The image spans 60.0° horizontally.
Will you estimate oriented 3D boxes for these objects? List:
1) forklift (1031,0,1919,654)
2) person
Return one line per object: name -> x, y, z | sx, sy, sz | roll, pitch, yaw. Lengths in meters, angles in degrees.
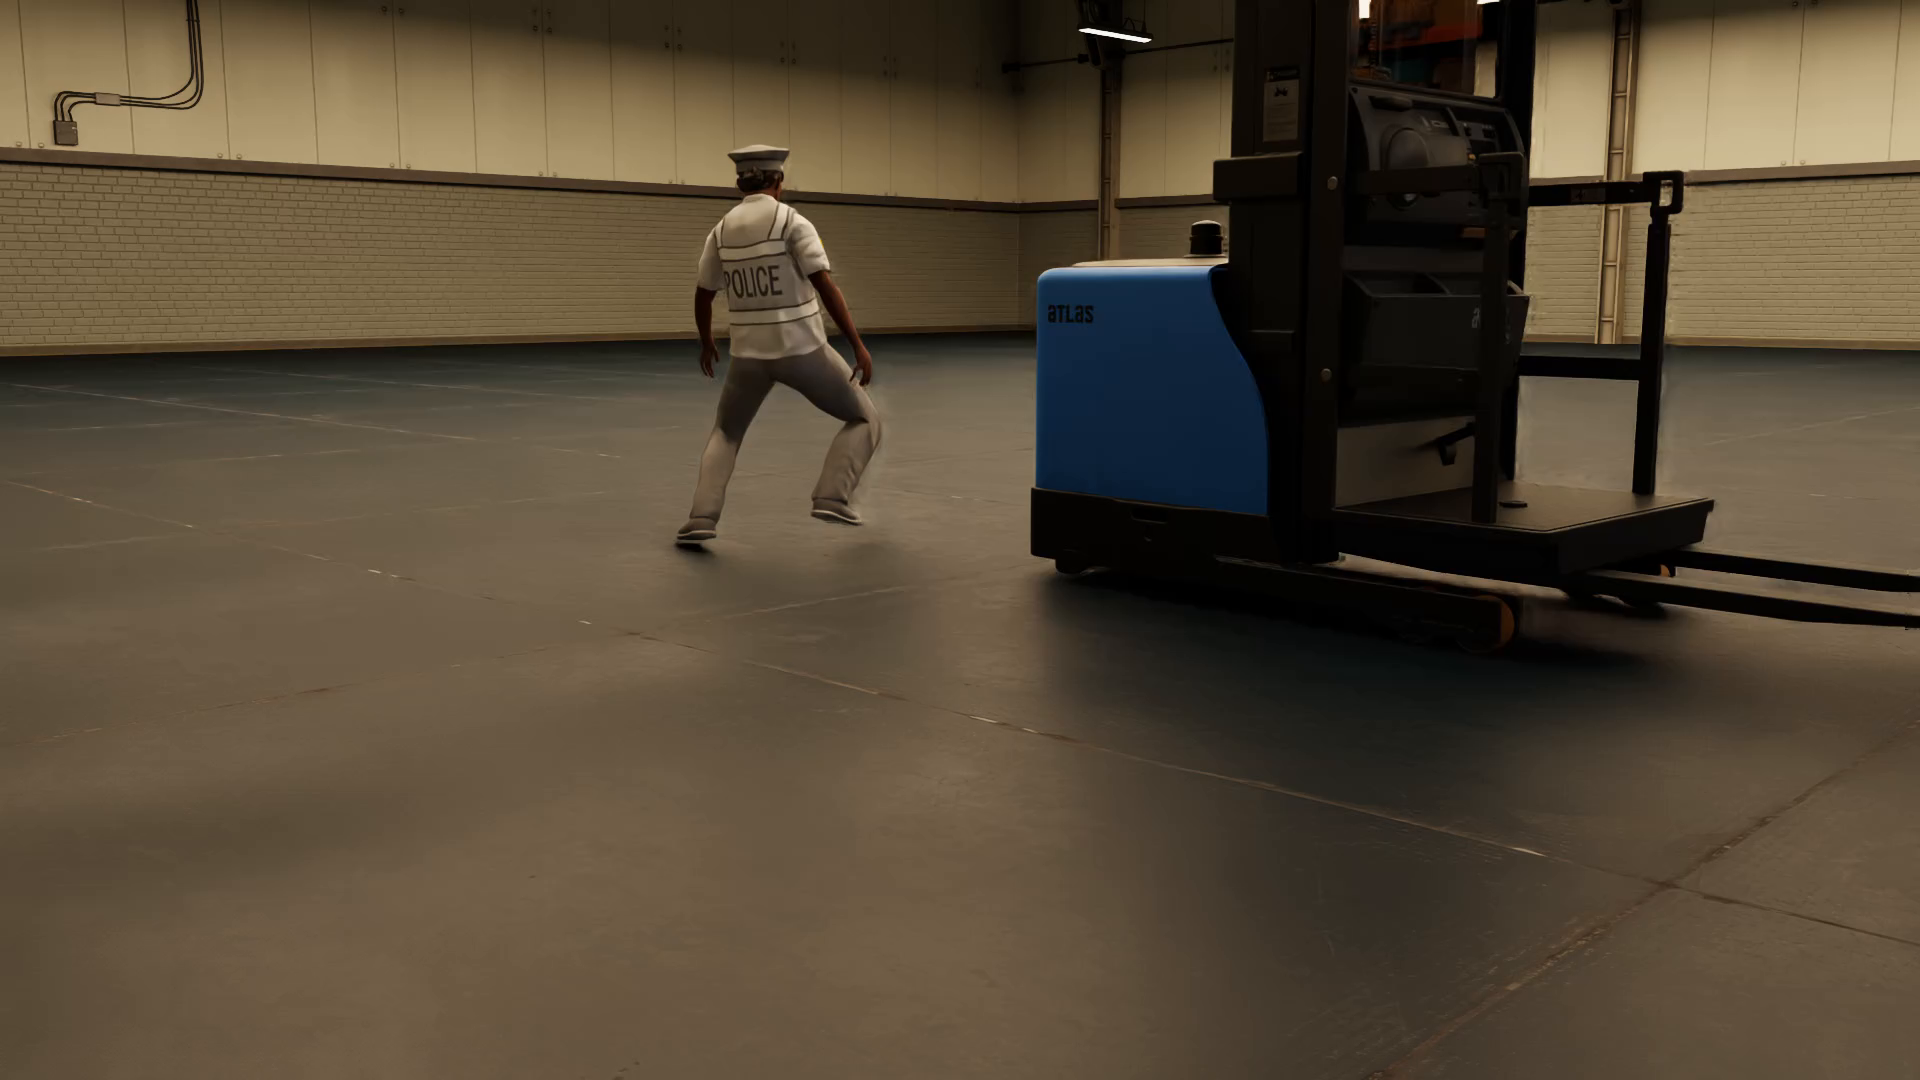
forklift -> 1.628, -1.219, 4.970 | 1.130, 2.935, 3.031 | -8, 12, -43
person -> -0.714, -0.755, 6.463 | 0.851, 1.527, 0.578 | 4, 9, 26
